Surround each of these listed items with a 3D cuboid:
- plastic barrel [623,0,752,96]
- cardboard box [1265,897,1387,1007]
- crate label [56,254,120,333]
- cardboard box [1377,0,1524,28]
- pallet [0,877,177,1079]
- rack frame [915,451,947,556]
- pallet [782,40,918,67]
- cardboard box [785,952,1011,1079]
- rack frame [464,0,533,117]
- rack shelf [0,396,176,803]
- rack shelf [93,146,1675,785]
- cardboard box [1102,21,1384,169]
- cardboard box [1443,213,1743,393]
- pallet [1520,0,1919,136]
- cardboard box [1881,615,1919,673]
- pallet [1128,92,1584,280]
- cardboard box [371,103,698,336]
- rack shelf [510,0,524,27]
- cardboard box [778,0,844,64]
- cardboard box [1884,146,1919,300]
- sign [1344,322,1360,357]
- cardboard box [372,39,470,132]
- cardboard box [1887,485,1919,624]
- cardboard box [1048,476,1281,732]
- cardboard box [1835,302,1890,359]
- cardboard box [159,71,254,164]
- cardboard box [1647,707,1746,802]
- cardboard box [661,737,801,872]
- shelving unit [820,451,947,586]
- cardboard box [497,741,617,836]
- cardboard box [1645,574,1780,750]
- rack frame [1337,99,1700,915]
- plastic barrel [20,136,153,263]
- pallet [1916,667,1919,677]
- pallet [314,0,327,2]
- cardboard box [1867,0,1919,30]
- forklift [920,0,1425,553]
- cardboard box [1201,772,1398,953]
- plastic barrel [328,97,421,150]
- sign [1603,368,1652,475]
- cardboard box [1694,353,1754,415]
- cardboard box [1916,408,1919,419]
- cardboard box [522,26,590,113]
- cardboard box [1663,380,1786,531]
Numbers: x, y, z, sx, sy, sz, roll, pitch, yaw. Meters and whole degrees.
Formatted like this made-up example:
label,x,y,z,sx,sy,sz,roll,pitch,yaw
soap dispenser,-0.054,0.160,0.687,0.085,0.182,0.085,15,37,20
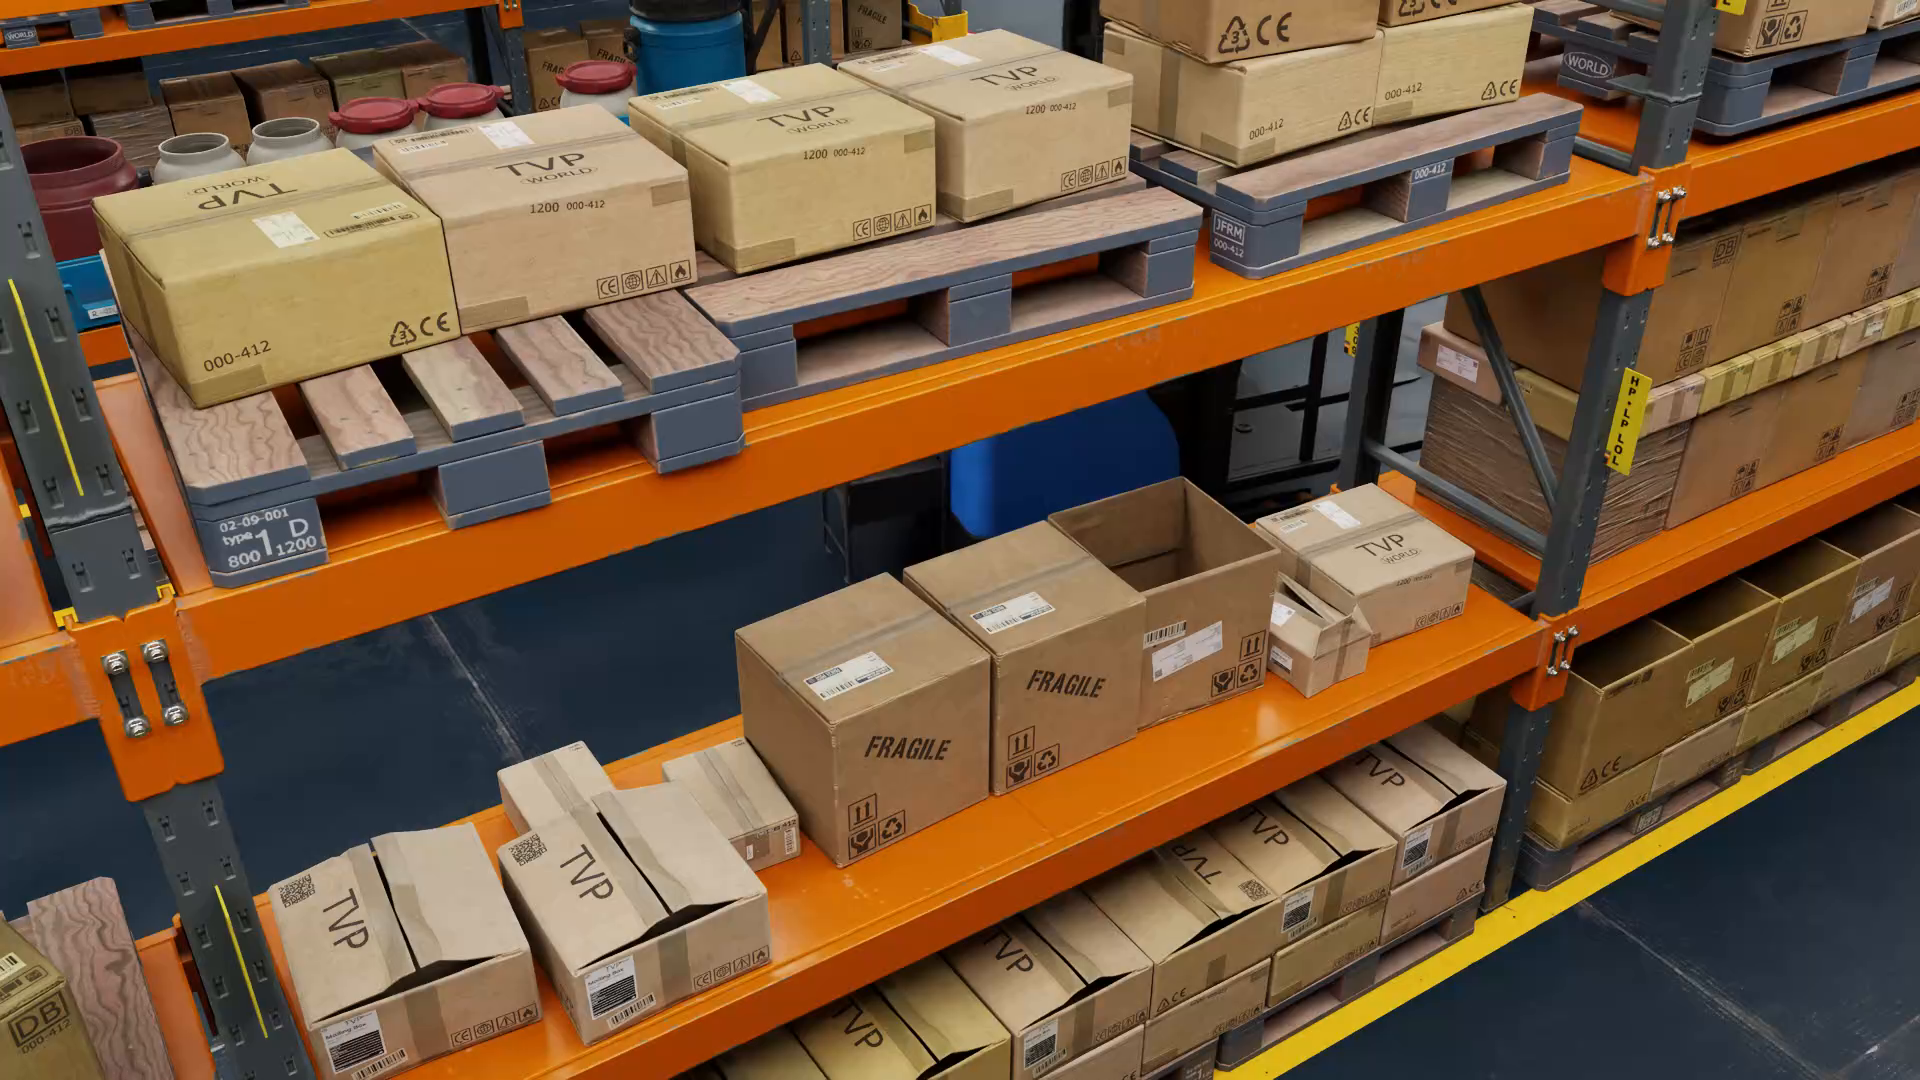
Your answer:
label,x,y,z,sx,sy,sz,roll,pitch,yaw
plastic barrel,-1.473,-2.597,9.086,0.708,0.901,0.600,-19,37,-27
cardboard box,1.079,1.242,5.653,0.500,0.250,0.500,-20,37,-28
crate label,-3.789,-1.088,7.320,0.416,0.233,0.303,-19,37,-27
cardboard box,1.157,-1.678,4.332,0.500,0.500,0.500,-19,37,-27
pallet,-2.197,1.326,3.516,1.003,0.211,1.213,-19,37,-27
rack frame,-0.142,-0.859,7.644,0.015,2.100,0.400,-12,34,-19
pallet,-1.072,-4.318,14.897,1.213,0.211,1.003,-19,37,-27
cardboard box,-0.199,1.444,4.807,0.500,0.311,0.500,-20,37,-29
rack frame,-3.668,-4.582,12.702,0.127,3.000,1.000,-19,37,-27
rack shelf,-3.347,0.631,2.301,4.000,0.370,1.077,-19,37,-27
rack shelf,0.015,-0.525,4.134,4.000,0.370,1.077,-19,37,-27
cardboard box,0.713,-1.188,4.257,0.500,0.250,0.500,-23,39,-32
cardboard box,2.066,-0.861,5.494,0.500,0.500,0.700,-19,37,-27
pallet,2.399,-1.628,5.291,1.213,0.211,1.003,-19,37,-27
cardboard box,3.935,0.273,7.189,0.500,0.250,0.500,-19,37,-27
pallet,0.962,-1.066,4.496,1.217,0.209,0.805,-21,38,-29
cardboard box,-0.884,-0.681,3.454,0.500,0.250,0.500,-18,36,-26
rack shelf,-1.987,-4.856,13.811,4.000,0.370,1.077,-19,37,-27
cardboard box,-1.324,-4.498,14.518,0.500,0.500,0.500,-10,33,-15
cardboard box,3.331,-1.296,6.184,0.500,0.500,0.700,-19,37,-27
sign,1.394,-0.787,5.800,0.005,0.325,0.100,-19,37,-27
cardboard box,-4.195,-3.543,12.986,0.500,0.500,0.700,-22,38,-31
cardboard box,3.936,-0.043,6.987,0.500,0.500,0.500,-19,37,-27
cardboard box,0.599,0.186,5.050,0.500,0.500,0.500,-16,36,-24
cardboard box,3.108,-0.821,6.038,0.250,0.149,0.380,-20,37,-29
cardboard box,-5.545,-3.090,12.268,0.500,0.500,0.700,-16,36,-23
cardboard box,2.673,0.706,6.503,0.500,0.250,0.500,-19,37,-27
cardboard box,-0.624,0.730,4.517,0.250,0.149,0.380,-16,36,-24
shelving unit,-0.368,-0.810,7.566,0.503,2.100,0.431,-12,34,-19
cardboard box,-1.059,0.740,4.501,0.250,0.149,0.380,-19,37,-27
cardboard box,2.672,0.388,6.305,0.500,0.500,0.500,-19,37,-27
rack frame,1.696,-0.139,5.658,0.127,3.000,1.000,-19,37,-27
plastic barrel,-4.120,-1.532,7.740,0.708,0.536,0.600,-19,37,-27
pallet,4.438,0.124,7.855,1.213,0.211,1.003,-19,37,-27
pallet,-4.389,-4.345,12.507,1.213,0.211,1.003,-19,37,-27
cardboard box,2.716,-1.790,5.023,0.500,0.311,0.500,-21,38,-30
forklift,1.273,-1.521,7.915,3.031,2.935,1.130,-12,34,-19
cardboard box,1.077,1.008,5.498,0.500,0.311,0.500,-18,36,-26
plastic barrel,-2.887,-1.903,8.328,0.433,0.535,0.433,0,32,0
sign,1.999,-0.354,4.989,0.005,0.325,0.100,-19,37,-27
cardboard box,2.454,-0.594,5.679,0.250,0.149,0.380,-20,37,-28
cardboard box,3.800,-0.913,6.792,0.500,0.500,0.700,-19,37,-27
cardboard box,-3.310,-3.800,13.412,0.500,0.500,0.500,-20,37,-29
cardboard box,2.506,-0.468,6.086,0.500,0.500,0.700,-19,37,-28
